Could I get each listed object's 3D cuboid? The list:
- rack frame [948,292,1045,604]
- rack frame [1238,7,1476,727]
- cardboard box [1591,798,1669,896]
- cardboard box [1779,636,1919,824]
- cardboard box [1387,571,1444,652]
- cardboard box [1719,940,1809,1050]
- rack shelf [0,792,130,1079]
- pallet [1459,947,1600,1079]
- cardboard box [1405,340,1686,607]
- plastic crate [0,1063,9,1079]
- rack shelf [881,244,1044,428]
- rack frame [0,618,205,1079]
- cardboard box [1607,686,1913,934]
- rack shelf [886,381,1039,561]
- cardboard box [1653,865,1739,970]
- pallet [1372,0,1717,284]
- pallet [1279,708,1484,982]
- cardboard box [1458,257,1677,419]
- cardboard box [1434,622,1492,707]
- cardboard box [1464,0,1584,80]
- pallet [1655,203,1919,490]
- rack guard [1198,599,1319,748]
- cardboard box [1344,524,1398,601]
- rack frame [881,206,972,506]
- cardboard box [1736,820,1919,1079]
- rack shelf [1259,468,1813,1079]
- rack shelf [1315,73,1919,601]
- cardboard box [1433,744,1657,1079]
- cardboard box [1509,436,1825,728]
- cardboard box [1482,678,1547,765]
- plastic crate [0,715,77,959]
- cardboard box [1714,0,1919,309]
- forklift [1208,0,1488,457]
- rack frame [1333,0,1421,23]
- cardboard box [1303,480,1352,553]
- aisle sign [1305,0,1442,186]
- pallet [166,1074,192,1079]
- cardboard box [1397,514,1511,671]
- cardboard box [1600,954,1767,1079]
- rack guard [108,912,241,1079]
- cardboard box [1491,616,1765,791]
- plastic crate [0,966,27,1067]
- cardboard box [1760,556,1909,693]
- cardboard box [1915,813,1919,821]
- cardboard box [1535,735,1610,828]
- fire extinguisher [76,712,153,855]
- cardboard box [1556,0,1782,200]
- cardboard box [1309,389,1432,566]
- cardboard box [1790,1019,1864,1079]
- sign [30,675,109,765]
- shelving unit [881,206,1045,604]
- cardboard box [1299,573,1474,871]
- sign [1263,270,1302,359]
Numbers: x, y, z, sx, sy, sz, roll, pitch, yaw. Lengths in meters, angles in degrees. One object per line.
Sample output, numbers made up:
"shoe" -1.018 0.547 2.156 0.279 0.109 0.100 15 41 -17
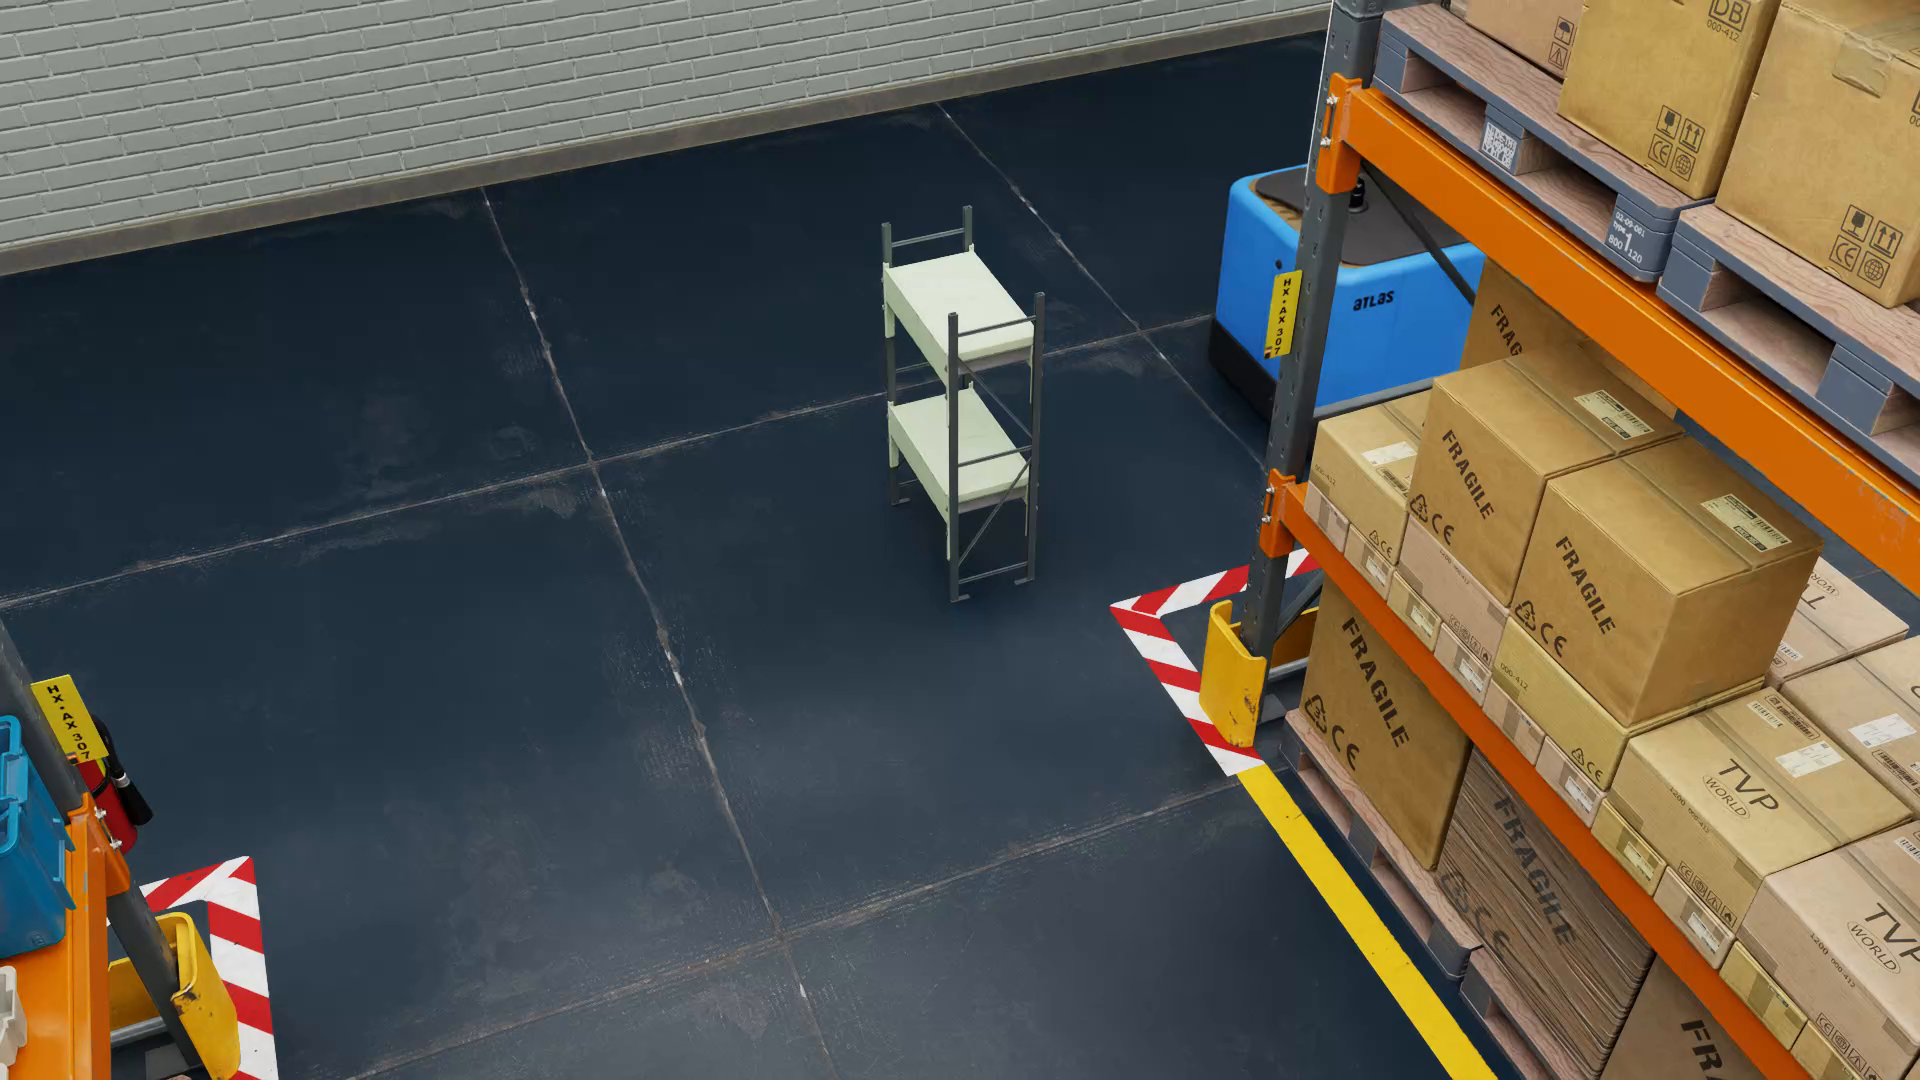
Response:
"rack frame" 0.143 -0.344 6.919 0.400 1.500 0.023 -15 43 -17
"rack frame" 1.584 -0.521 5.973 1.000 3.000 0.127 -15 43 -17
"cardboard box" 2.004 0.797 4.634 0.380 0.149 0.250 -16 43 -18
"cardboard box" 2.606 0.574 4.587 0.500 0.250 0.500 -15 43 -17
"cardboard box" 1.612 0.179 5.352 0.380 0.149 0.250 -16 43 -18
"cardboard box" 2.203 1.108 4.272 0.380 0.149 0.250 -16 43 -18
"rack shelf" -2.227 2.193 3.370 1.077 0.370 4.000 -15 43 -17
"pallet" 2.425 1.733 5.492 1.003 0.211 1.213 -15 43 -17
"cardboard box" 1.709 -0.203 4.916 0.500 0.500 0.500 -16 43 -18
"plastic crate" -2.416 1.416 3.877 0.396 0.136 0.243 -15 43 -17
"rack shelf" 0.003 -0.861 6.920 0.431 0.370 0.720 -15 43 -17
"rack frame" -2.992 0.715 4.537 1.000 3.000 0.127 -15 43 -17
"cardboard box" 2.116 0.708 4.432 0.500 0.250 0.500 -16 43 -18
"rack shelf" 0.003 -0.317 7.387 0.431 0.370 0.720 -15 43 -17
"cardboard box" 2.106 0.955 4.451 0.380 0.149 0.250 -14 43 -16
"pallet" 1.877 -1.180 4.508 1.003 0.211 1.213 -15 43 -17
"pallet" 1.962 0.999 6.345 1.003 0.211 1.213 -15 43 -17
"cardboard box" 2.013 -0.633 5.416 0.500 0.500 0.500 -15 43 -16
"cardboard box" 1.713 0.336 5.170 0.380 0.149 0.250 -16 43 -18
"cardboard box" 1.832 -1.593 4.445 0.700 0.500 0.500 -18 44 -19
"pallet" 2.348 -0.444 3.652 1.003 0.211 1.213 -15 43 -17
"rack guard" 1.575 0.413 6.805 1.175 0.500 0.348 -15 43 -17
"cardboard box" 1.514 0.025 5.532 0.380 0.149 0.250 -16 43 -17
"rack frame" -0.137 -0.785 7.431 0.400 1.500 0.023 -15 43 -17
"cardboard box" 2.307 1.014 4.076 0.500 0.250 0.500 -14 43 -16
"rack shelf" 2.349 0.957 4.807 1.077 0.370 4.000 -15 43 -17
"rack shelf" 2.349 -0.180 3.829 1.077 0.370 4.000 -15 43 -17
"cardboard box" 2.251 1.040 5.467 0.875 0.875 0.875 -15 43 -17
"cardboard box" 1.913 0.107 4.555 0.500 0.500 0.500 -16 43 -18
"cardboard box" 1.810 0.489 4.992 0.380 0.149 0.250 -16 43 -18
"plastic crate" -2.692 0.834 4.325 0.616 0.435 0.499 -15 43 -17
"cardboard box" 2.179 -0.925 3.667 0.700 0.500 0.500 -18 44 -20
"forklift" 2.861 -2.125 7.892 3.031 2.935 1.130 -15 43 -17
"rack frame" 1.584 -2.795 4.017 1.000 3.000 0.127 -15 43 -17
"cardboard box" 1.415 -0.129 5.711 0.380 0.149 0.250 -15 43 -16
"aisle sign" 1.279 -1.475 5.089 0.394 0.787 0.004 -15 43 -17
"pallet" -2.713 2.279 4.857 1.003 0.211 1.213 -15 43 -17
"cardboard box" 1.723 0.091 5.149 0.500 0.250 0.500 -16 43 -17
"cardboard box" 2.591 1.576 4.843 0.875 0.875 0.875 -15 43 -17
"rack guard" -3.014 1.652 5.365 1.175 0.500 0.348 -15 43 -17
"cardboard box" 1.912 0.395 4.796 0.500 0.250 0.500 -16 43 -18
"plastic crate" -2.513 1.238 4.084 0.396 0.136 0.243 -15 43 -17
"cardboard box" 2.403 0.261 4.951 0.500 0.250 0.500 -17 43 -18
"cardboard box" 2.787 0.873 4.240 0.500 0.250 0.500 -14 43 -16
"cardboard box" 1.909 0.645 4.811 0.380 0.149 0.250 -16 43 -17
"fire extinguisher" -2.630 0.681 4.921 0.296 0.674 0.183 -15 43 -17
"cardboard box" 1.936 -1.224 4.015 0.700 0.500 0.500 -17 43 -18
"cardboard box" 1.518 -0.220 5.511 0.500 0.250 0.500 -16 43 -18
"cardboard box" 2.301 1.262 4.093 0.380 0.149 0.250 -14 43 -16
"sign" -2.490 0.506 4.654 0.100 0.325 0.005 -15 43 -17
"shelving unit" 0.003 -0.565 7.175 0.431 1.500 0.755 -15 43 -17
"cardboard box" 1.903 0.491 6.104 0.875 0.875 0.875 -15 43 -17
"sign" 1.069 -0.744 5.509 0.100 0.325 0.005 -15 43 -17
